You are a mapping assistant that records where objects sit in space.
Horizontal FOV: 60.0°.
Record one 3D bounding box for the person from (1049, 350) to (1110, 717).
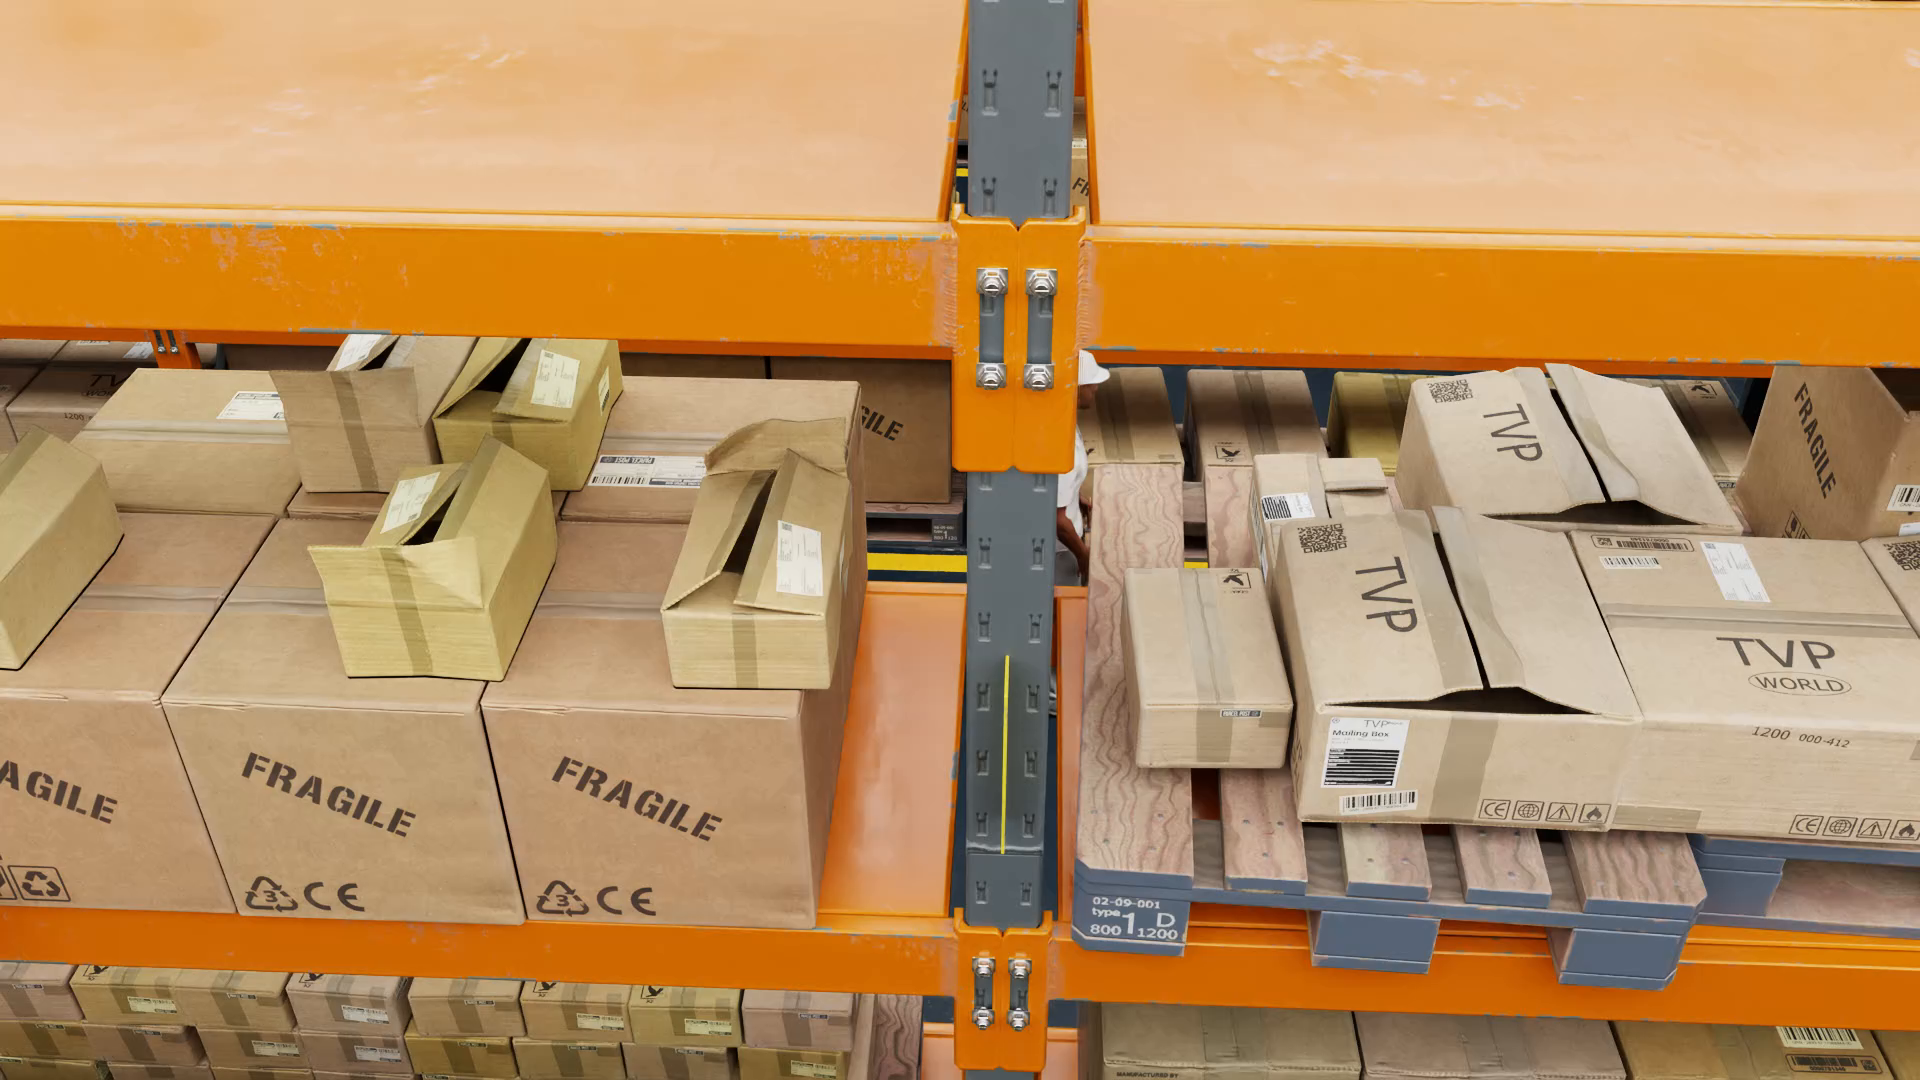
[{"bbox_3d":[0.405,-0.049,7.166,0.422,1.766,0.583,-1,35,-1],"label":"person"}]
